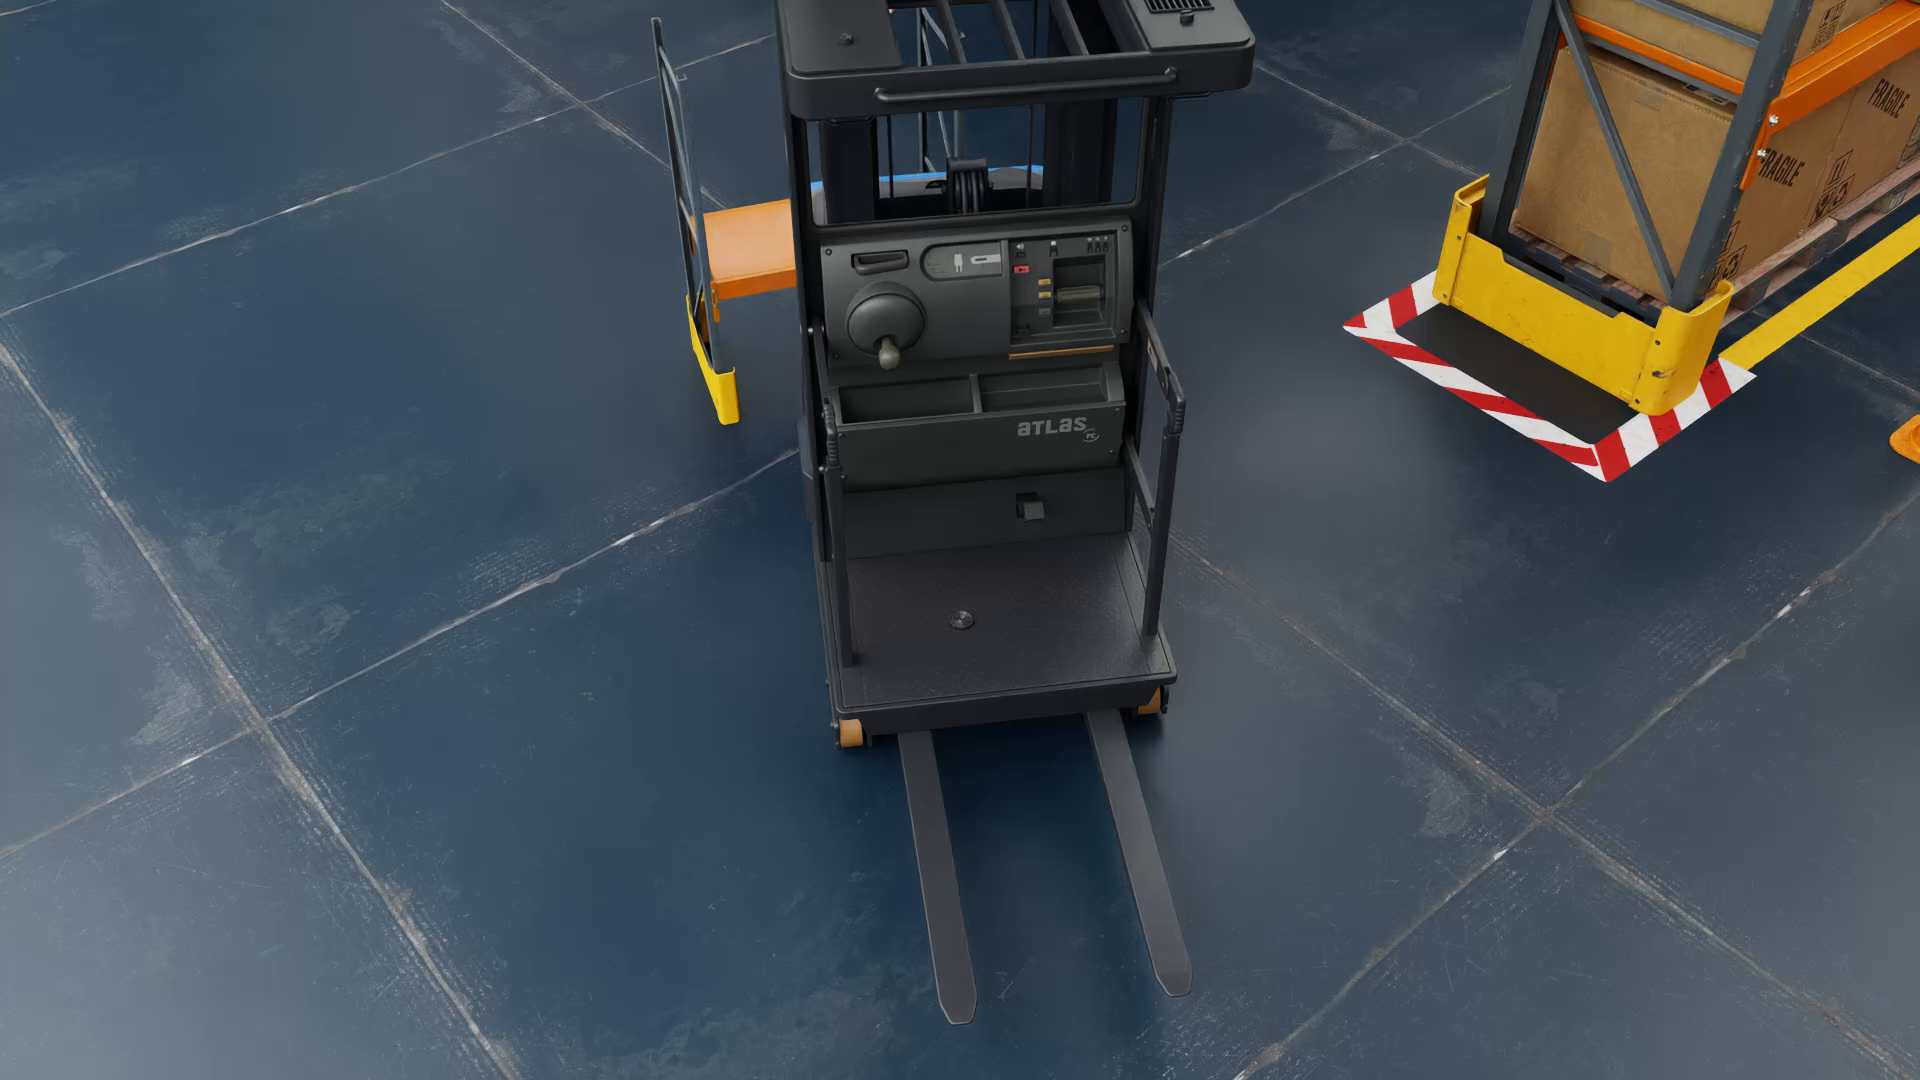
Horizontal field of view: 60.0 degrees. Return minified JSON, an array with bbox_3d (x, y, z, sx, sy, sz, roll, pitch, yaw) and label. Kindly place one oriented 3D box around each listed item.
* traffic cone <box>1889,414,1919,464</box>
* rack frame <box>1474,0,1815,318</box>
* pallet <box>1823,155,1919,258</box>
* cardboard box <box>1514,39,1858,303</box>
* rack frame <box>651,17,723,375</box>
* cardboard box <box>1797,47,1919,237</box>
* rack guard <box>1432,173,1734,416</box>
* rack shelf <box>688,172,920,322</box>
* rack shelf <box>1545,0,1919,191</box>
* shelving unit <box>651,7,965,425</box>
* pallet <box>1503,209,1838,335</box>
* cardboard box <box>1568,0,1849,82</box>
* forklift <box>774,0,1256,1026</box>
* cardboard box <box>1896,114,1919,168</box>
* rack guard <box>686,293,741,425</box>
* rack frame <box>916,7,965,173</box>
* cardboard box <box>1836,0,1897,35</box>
[{"bbox_3d":[3.923,-0.536,6.483,0.334,0.463,0.336,-30,51,-28],"label":"traffic cone"},{"bbox_3d":[2.604,-1.973,6.160,0.127,3.000,1.000,-30,51,-28],"label":"rack frame"},{"bbox_3d":[4.103,-1.882,8.100,1.213,0.211,1.003,-30,51,-28],"label":"pallet"},{"bbox_3d":[3.082,-1.684,7.098,0.875,0.875,0.875,-29,51,-28],"label":"cardboard box"},{"bbox_3d":[-1.039,-1.206,6.439,0.032,1.500,0.500,-13,45,-13],"label":"rack frame"},{"bbox_3d":[3.756,-2.072,7.510,0.875,0.875,0.875,-31,51,-28],"label":"cardboard box"},{"bbox_3d":[2.586,-1.051,7.004,0.348,0.500,1.175,-30,51,-28],"label":"rack guard"},{"bbox_3d":[-0.557,-1.186,6.680,1.000,0.185,0.538,-13,45,-13],"label":"rack shelf"},{"bbox_3d":[4.138,-2.589,7.341,4.000,0.370,1.077,-30,51,-28],"label":"rack shelf"},{"bbox_3d":[-0.548,-1.319,6.559,1.083,1.500,0.587,-13,45,-13],"label":"shelving unit"},{"bbox_3d":[3.168,-1.349,7.532,1.213,0.211,1.003,-30,51,-28],"label":"pallet"},{"bbox_3d":[2.860,-2.215,6.307,0.550,0.550,0.875,-30,51,-28],"label":"cardboard box"},{"bbox_3d":[0.089,-0.646,4.797,1.130,2.935,3.031,-6,43,-6],"label":"forklift"},{"bbox_3d":[4.456,-2.471,7.935,0.875,0.875,0.875,-29,51,-28],"label":"cardboard box"},{"bbox_3d":[-1.020,-0.755,6.871,0.087,0.250,0.587,-13,45,-13],"label":"rack guard"},{"bbox_3d":[-0.075,-1.428,6.674,0.032,1.500,0.500,-13,45,-13],"label":"rack frame"},{"bbox_3d":[3.268,-2.468,6.577,0.550,0.550,0.875,-30,51,-28],"label":"cardboard box"}]
